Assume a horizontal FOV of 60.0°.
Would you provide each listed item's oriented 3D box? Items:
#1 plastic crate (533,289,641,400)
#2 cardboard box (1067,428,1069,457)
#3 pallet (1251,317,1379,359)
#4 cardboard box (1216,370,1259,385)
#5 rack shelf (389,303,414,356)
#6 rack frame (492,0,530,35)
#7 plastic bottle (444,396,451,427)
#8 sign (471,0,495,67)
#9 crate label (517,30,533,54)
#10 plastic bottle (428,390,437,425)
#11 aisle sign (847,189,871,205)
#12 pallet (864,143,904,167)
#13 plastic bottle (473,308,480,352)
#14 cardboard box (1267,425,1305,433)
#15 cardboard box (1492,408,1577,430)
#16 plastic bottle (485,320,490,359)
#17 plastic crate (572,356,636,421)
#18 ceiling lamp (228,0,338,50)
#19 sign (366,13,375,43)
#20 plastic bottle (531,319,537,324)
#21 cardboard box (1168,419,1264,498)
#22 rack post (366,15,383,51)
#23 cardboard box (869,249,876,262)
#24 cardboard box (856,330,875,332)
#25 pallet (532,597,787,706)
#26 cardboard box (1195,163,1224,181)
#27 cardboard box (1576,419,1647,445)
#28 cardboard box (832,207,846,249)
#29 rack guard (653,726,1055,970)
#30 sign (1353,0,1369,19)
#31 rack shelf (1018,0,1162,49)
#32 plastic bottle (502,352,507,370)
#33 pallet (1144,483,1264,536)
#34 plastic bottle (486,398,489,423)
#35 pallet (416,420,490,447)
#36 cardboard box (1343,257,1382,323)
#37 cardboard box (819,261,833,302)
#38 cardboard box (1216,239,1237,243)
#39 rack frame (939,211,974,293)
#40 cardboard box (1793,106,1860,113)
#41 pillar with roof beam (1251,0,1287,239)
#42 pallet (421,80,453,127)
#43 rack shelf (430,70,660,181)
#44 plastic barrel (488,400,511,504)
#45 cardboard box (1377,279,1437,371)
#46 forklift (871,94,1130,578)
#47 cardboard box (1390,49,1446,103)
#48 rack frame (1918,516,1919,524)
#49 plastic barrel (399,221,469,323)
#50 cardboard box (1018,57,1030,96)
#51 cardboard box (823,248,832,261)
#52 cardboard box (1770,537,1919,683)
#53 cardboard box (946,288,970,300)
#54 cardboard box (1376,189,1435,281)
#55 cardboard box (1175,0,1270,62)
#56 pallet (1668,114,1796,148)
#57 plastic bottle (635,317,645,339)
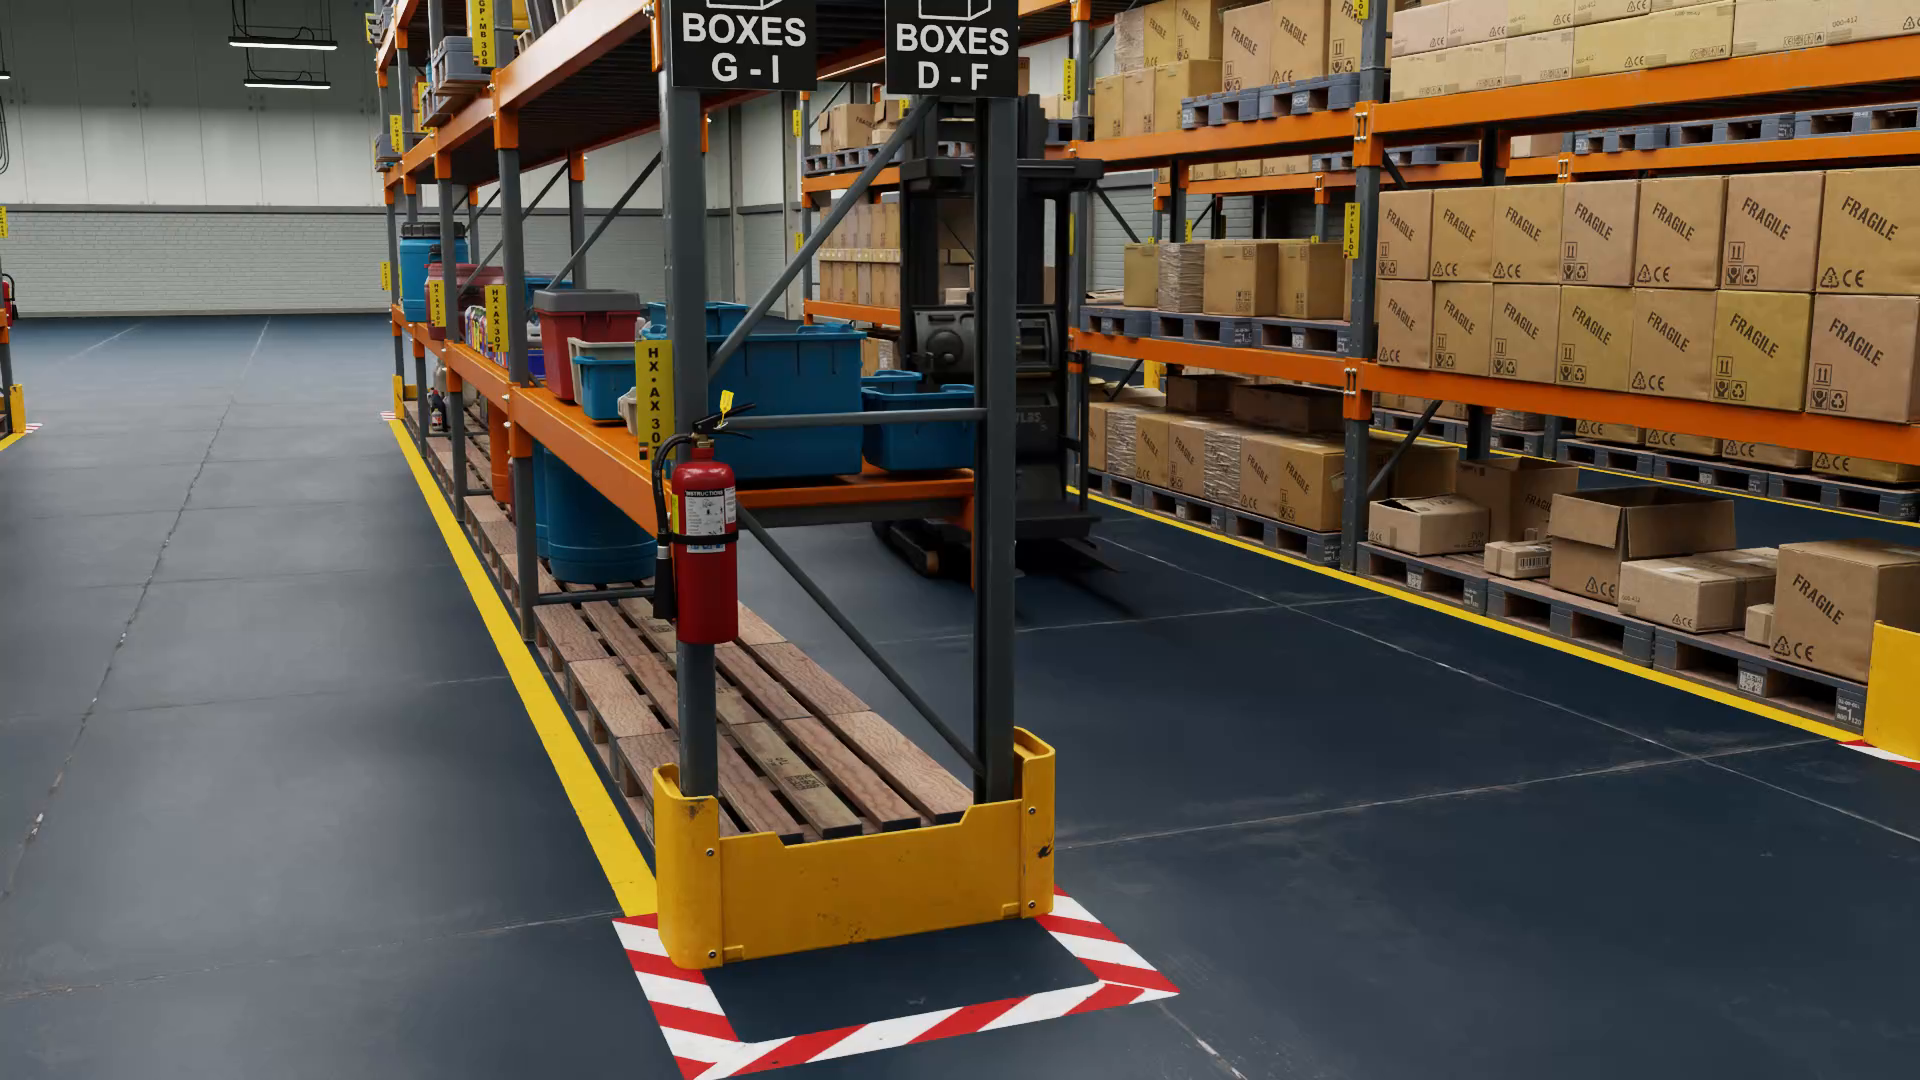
[{"bbox_3d":[-1.682,-0.890,7.506,0.402,0.464,0.583,-4,11,-21],"label":"plastic crate"},{"bbox_3d":[0.978,-0.881,14.459,0.500,0.250,0.500,-4,11,-20],"label":"cardboard box"},{"bbox_3d":[2.658,-1.347,10.978,1.003,0.211,1.213,-4,11,-21],"label":"pallet"},{"bbox_3d":[3.706,-2.230,21.271,0.700,0.500,0.500,-5,11,-24],"label":"cardboard box"},{"bbox_3d":[-5.396,-2.269,17.665,1.077,0.370,4.000,-4,11,-21],"label":"rack shelf"},{"bbox_3d":[-1.772,-3.944,7.900,1.000,3.000,0.127,-4,11,-21],"label":"rack frame"},{"bbox_3d":[-5.039,-1.305,16.499,0.144,0.351,0.185,-4,11,-21],"label":"plastic bottle"},{"bbox_3d":[-2.286,-2.437,7.967,0.100,0.325,0.005,-4,11,-21],"label":"sign"},{"bbox_3d":[-1.864,-2.240,7.634,0.293,0.136,0.466,-4,11,-21],"label":"crate label"},{"bbox_3d":[-5.243,-1.327,16.624,0.144,0.351,0.185,-4,11,-24],"label":"plastic bottle"},{"bbox_3d":[-1.253,-4.573,21.138,0.394,0.787,0.004,-4,11,-21],"label":"aisle sign"},{"bbox_3d":[-0.386,-4.181,18.049,1.003,0.211,1.213,-4,11,-21],"label":"pallet"},{"bbox_3d":[-3.193,-1.395,11.030,0.061,0.283,0.133,-4,11,-21],"label":"plastic bottle"},{"bbox_3d":[2.520,-0.553,11.847,0.500,0.500,0.500,-4,11,-20],"label":"cardboard box"},{"bbox_3d":[5.702,-1.373,16.453,0.700,0.500,0.500,-4,11,-20],"label":"cardboard box"},{"bbox_3d":[-2.864,-1.265,10.322,0.152,0.276,0.135,-4,11,-21],"label":"plastic bottle"},{"bbox_3d":[-1.306,-0.604,6.557,0.416,0.233,0.300,-4,11,-21],"label":"plastic crate"},{"bbox_3d":[-13.461,-11.345,32.836,2.000,3.185,0.800,-4,11,-21],"label":"ceiling lamp"},{"bbox_3d":[-6.635,-5.766,18.737,0.100,0.325,0.005,-4,11,-21],"label":"sign"},{"bbox_3d":[-2.471,-1.146,9.666,0.097,0.271,0.097,0,10,0],"label":"plastic bottle"},{"bbox_3d":[1.861,-0.599,12.103,0.500,0.500,0.500,-4,11,-23],"label":"cardboard box"},{"bbox_3d":[-5.965,-5.526,18.216,0.937,0.300,0.954,-3,10,-15],"label":"rack post"},{"bbox_3d":[-0.810,-3.217,18.803,0.380,0.149,0.250,-4,11,-19],"label":"cardboard box"},{"bbox_3d":[-1.333,-2.302,20.309,0.500,0.500,0.500,-4,11,-21],"label":"cardboard box"},{"bbox_3d":[-1.470,0.500,8.009,1.003,0.211,1.213,-4,11,-21],"label":"pallet"},{"bbox_3d":[3.354,-4.869,21.322,0.500,0.500,0.500,-3,11,-18],"label":"cardboard box"},{"bbox_3d":[6.156,-1.292,15.060,0.750,0.750,0.750,-4,11,-22],"label":"cardboard box"},{"bbox_3d":[-1.131,-3.780,20.116,0.700,0.500,0.500,-4,11,-22],"label":"cardboard box"},{"bbox_3d":[-0.302,0.896,4.956,1.175,0.500,0.348,-4,11,-21],"label":"rack guard"},{"bbox_3d":[2.330,-3.194,9.645,0.100,0.325,0.005,-4,11,-21],"label":"sign"},{"bbox_3d":[0.671,-4.686,15.267,1.077,0.370,4.000,-4,11,-21],"label":"rack shelf"},{"bbox_3d":[-2.532,-1.116,9.480,0.152,0.276,0.135,-4,11,-21],"label":"plastic bottle"},{"bbox_3d":[2.070,-0.261,12.287,1.003,0.211,1.213,-4,11,-21],"label":"pallet"},{"bbox_3d":[-4.711,-1.358,16.797,0.144,0.351,0.185,-4,11,-21],"label":"plastic bottle"},{"bbox_3d":[-4.876,-1.036,16.642,1.003,0.211,1.213,-4,11,-21],"label":"pallet"},{"bbox_3d":[2.883,-1.652,10.658,0.700,0.500,0.500,-9,13,-40],"label":"cardboard box"},{"bbox_3d":[-1.346,-3.235,20.759,0.700,0.500,0.500,-4,11,-21],"label":"cardboard box"},{"bbox_3d":[3.555,-3.537,20.969,0.500,0.500,0.500,-4,11,-19],"label":"cardboard box"},{"bbox_3d":[-0.053,-2.610,17.530,1.000,3.000,0.127,-4,11,-21],"label":"rack frame"},{"bbox_3d":[6.983,-3.600,12.984,0.700,0.500,0.500,-4,11,-22],"label":"cardboard box"},{"bbox_3d":[0.160,-6.199,20.576,9.100,9.000,0.400,-4,11,-21],"label":"pillar with roof beam"},{"bbox_3d":[-3.036,-2.896,11.113,1.003,0.211,1.213,-4,11,-21],"label":"pallet"},{"bbox_3d":[-2.497,-2.440,10.061,1.077,0.370,4.000,-4,11,-21],"label":"rack shelf"},{"bbox_3d":[-3.029,-0.703,11.806,0.600,0.830,0.708,-4,11,-21],"label":"plastic barrel"},{"bbox_3d":[2.777,-1.253,9.615,0.500,0.500,0.500,-4,11,-19],"label":"cardboard box"},{"bbox_3d":[0.225,-1.295,10.329,1.130,2.935,3.031,-3,10,-15],"label":"forklift"},{"bbox_3d":[2.791,-2.612,9.405,0.500,0.250,0.500,-4,11,-21],"label":"cardboard box"},{"bbox_3d":[7.461,-1.620,11.960,1.000,3.000,0.127,-4,11,-21],"label":"rack frame"},{"bbox_3d":[-4.814,-2.461,15.260,0.600,0.901,0.708,-4,11,-21],"label":"plastic barrel"},{"bbox_3d":[0.361,-4.395,16.084,0.500,0.500,0.500,-3,10,-15],"label":"cardboard box"},{"bbox_3d":[-1.463,-3.511,20.457,0.380,0.149,0.250,-4,11,-22],"label":"cardboard box"},{"bbox_3d":[3.869,0.289,7.110,0.500,0.500,0.500,-4,11,-21],"label":"cardboard box"},{"bbox_3d":[0.166,-2.459,17.107,0.500,0.250,0.500,-3,11,-17],"label":"cardboard box"},{"bbox_3d":[2.754,-1.751,9.560,0.500,0.500,0.500,-4,11,-19],"label":"cardboard box"},{"bbox_3d":[1.918,-3.738,12.162,0.500,0.500,0.500,-4,11,-21],"label":"cardboard box"},{"bbox_3d":[6.703,-3.372,13.787,1.003,0.211,1.213,-3,11,-18],"label":"pallet"},{"bbox_3d":[-1.920,-1.181,9.846,0.152,0.276,0.135,-4,11,-21],"label":"plastic bottle"}]
